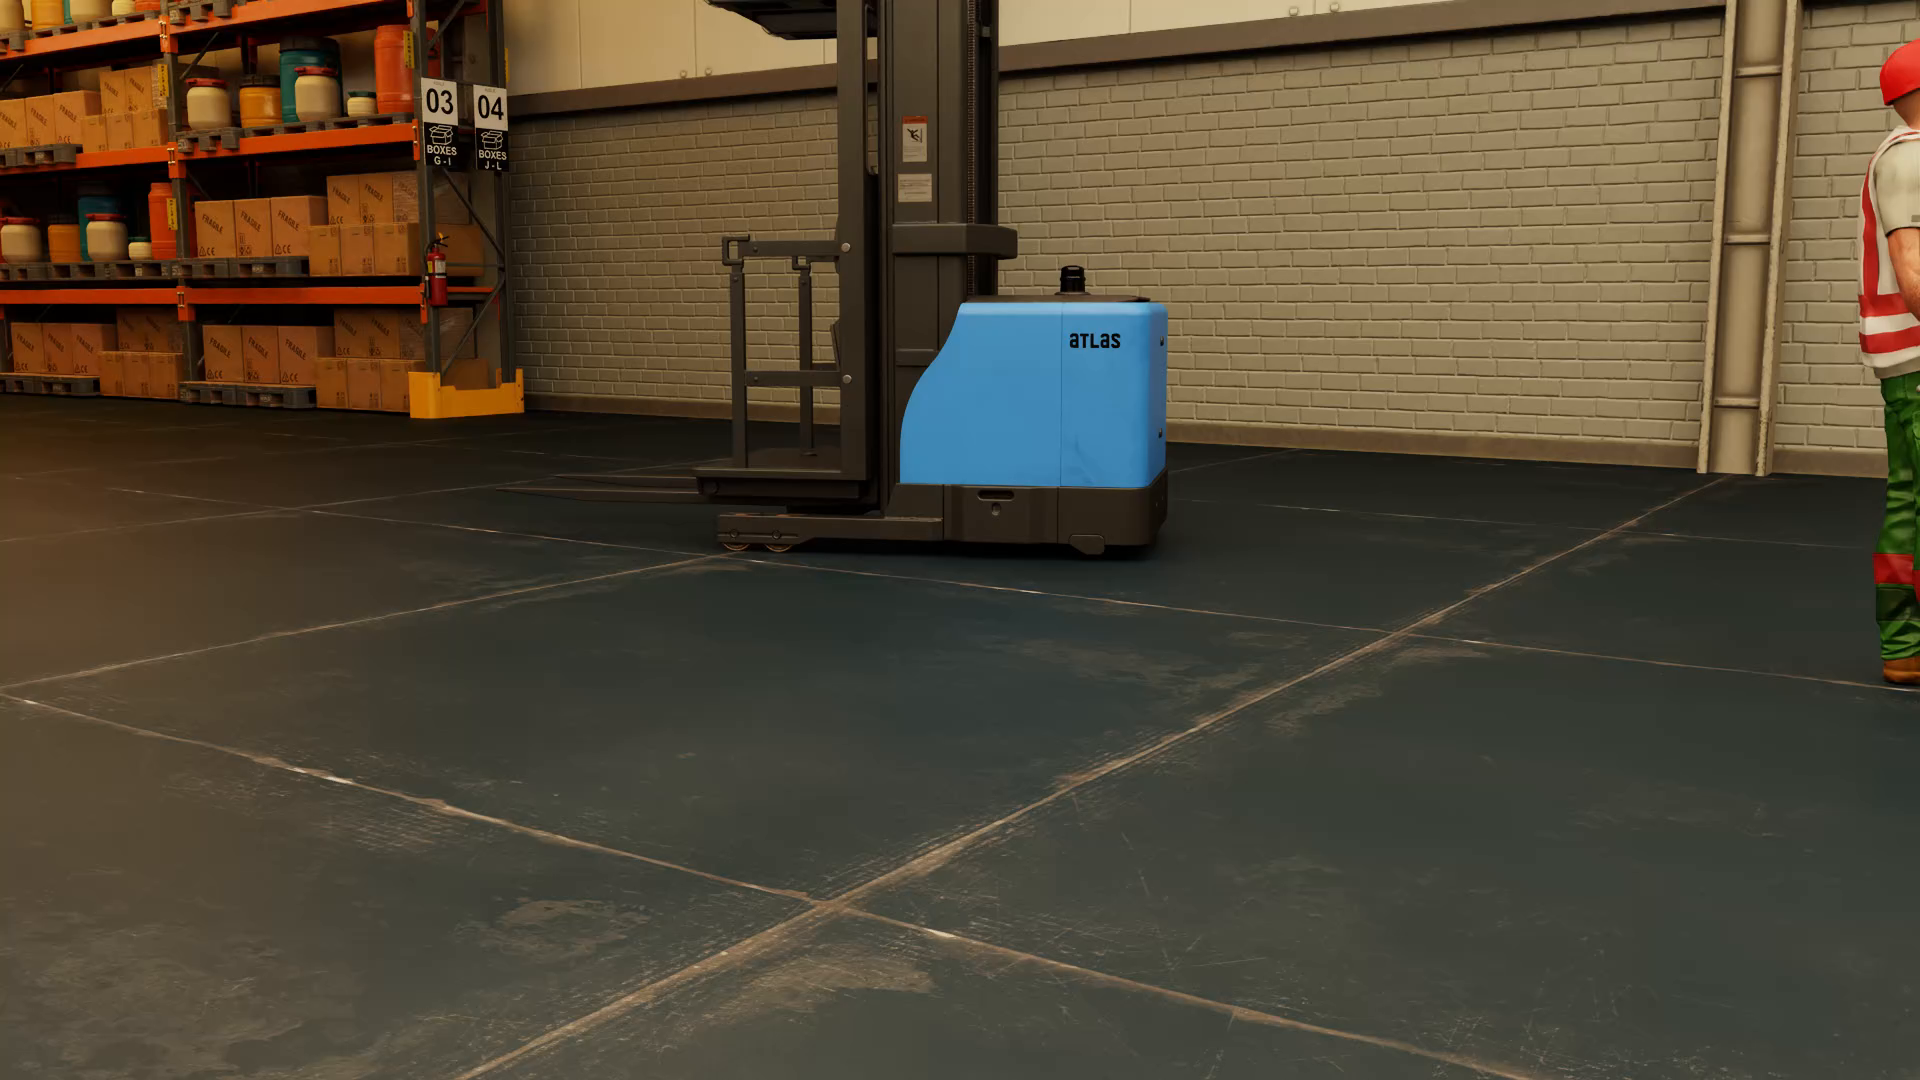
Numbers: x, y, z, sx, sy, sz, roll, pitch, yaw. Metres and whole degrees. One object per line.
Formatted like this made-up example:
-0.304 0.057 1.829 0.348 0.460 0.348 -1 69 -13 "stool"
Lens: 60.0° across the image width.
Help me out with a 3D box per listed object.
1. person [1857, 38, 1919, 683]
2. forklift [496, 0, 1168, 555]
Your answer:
2.758 -0.480 4.576 0.563 1.788 0.638 4 9 25 "person"
-0.596 -1.469 7.520 3.031 2.935 1.130 2 8 12 "forklift"
